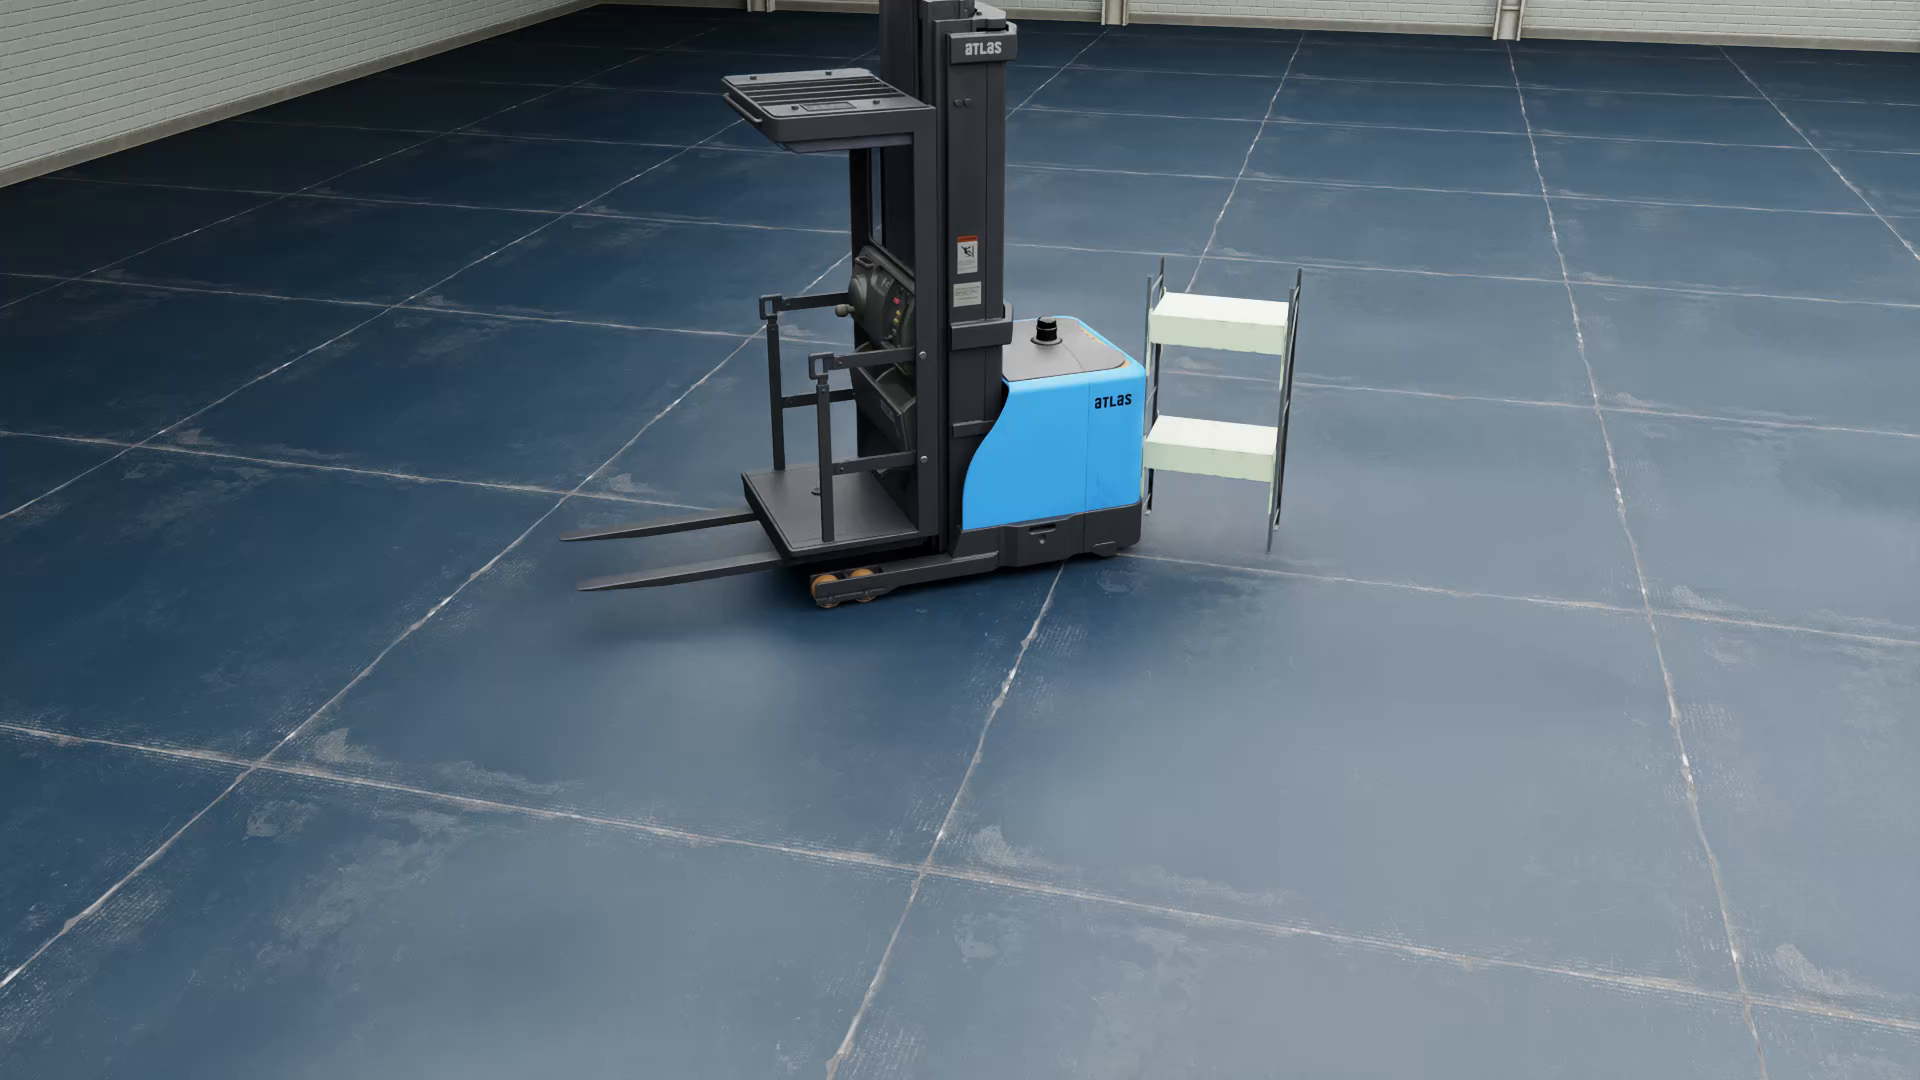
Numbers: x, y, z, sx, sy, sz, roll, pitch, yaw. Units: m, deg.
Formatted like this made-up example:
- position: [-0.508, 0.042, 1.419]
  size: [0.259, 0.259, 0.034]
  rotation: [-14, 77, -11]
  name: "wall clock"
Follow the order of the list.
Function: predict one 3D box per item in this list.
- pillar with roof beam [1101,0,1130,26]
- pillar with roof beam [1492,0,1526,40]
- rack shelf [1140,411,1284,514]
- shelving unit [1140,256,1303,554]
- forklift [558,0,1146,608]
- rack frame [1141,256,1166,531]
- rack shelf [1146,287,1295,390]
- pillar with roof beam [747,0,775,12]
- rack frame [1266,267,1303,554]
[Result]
- position: [1.405, -10.529, 20.896]
  size: [0.400, 9.000, 9.100]
  rotation: [6, 26, 13]
  name: "pillar with roof beam"
- position: [7.216, -9.886, 19.547]
  size: [0.400, 9.000, 9.100]
  rotation: [6, 26, 13]
  name: "pillar with roof beam"
- position: [1.393, -0.434, 9.174]
  size: [0.720, 0.370, 0.431]
  rotation: [7, 26, 15]
  name: "rack shelf"
- position: [1.393, -0.728, 9.034]
  size: [0.755, 1.500, 0.431]
  rotation: [7, 26, 15]
  name: "shelving unit"
- position: [-0.585, -1.232, 8.428]
  size: [3.031, 2.935, 1.130]
  rotation: [-9, 27, -18]
  name: "forklift"
- position: [1.042, -0.773, 9.129]
  size: [0.023, 1.500, 0.400]
  rotation: [7, 26, 15]
  name: "rack frame"
- position: [1.393, -1.080, 8.866]
  size: [0.720, 0.370, 0.431]
  rotation: [7, 26, 15]
  name: "rack shelf"
- position: [-4.406, -11.171, 22.246]
  size: [0.400, 9.000, 9.100]
  rotation: [6, 26, 13]
  name: "pillar with roof beam"
- position: [1.743, -0.683, 8.939]
  size: [0.023, 1.500, 0.400]
  rotation: [7, 26, 15]
  name: "rack frame"
